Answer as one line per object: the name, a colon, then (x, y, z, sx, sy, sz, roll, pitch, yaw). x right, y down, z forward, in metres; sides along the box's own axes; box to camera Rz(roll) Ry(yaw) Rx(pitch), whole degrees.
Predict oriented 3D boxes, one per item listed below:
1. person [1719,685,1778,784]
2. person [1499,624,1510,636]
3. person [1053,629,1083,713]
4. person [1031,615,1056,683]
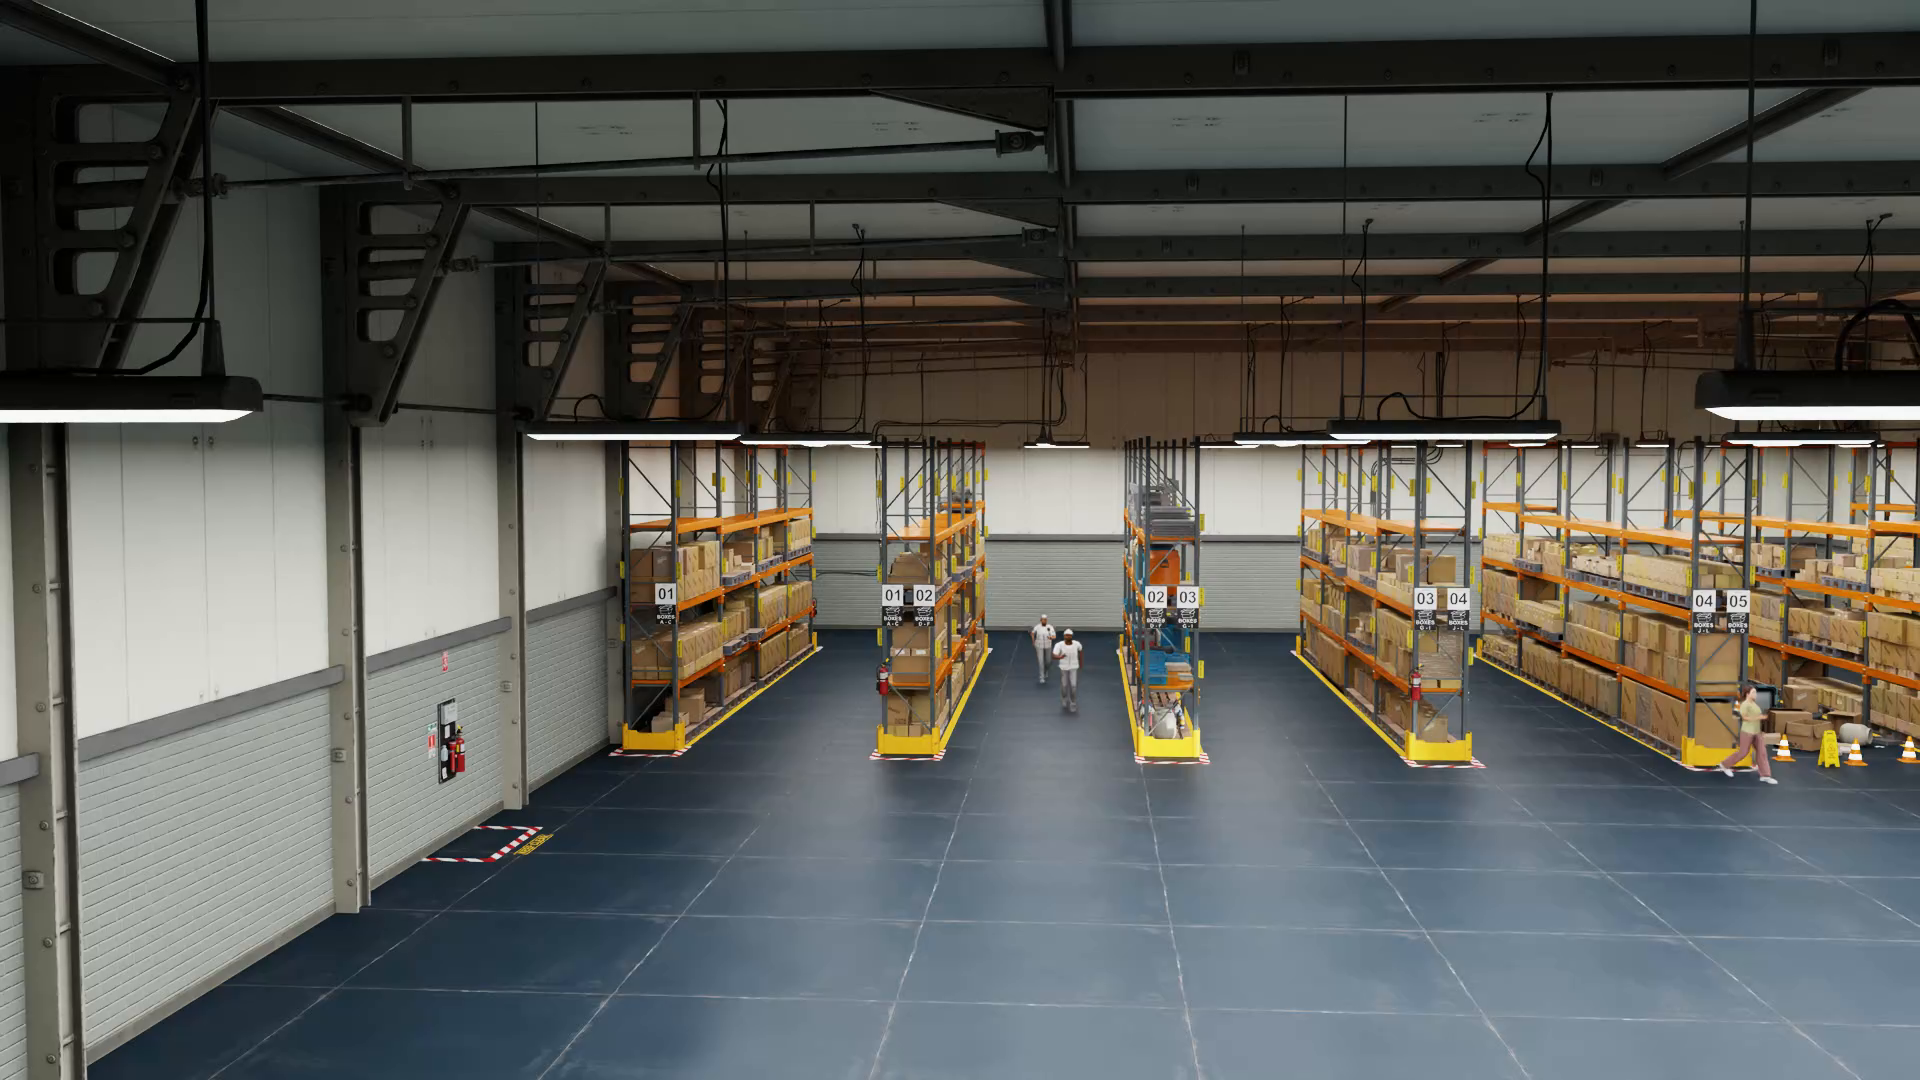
person: (13.616, 3.338, 28.675, 0.575, 1.631, 0.970, -2, 4, -39)
person: (15.578, 2.370, 47.499, 0.815, 1.573, 0.541, -1, 3, -17)
person: (2.380, 2.874, 36.707, 0.689, 1.840, 0.810, 0, 3, 0)
person: (2.071, 2.675, 41.222, 0.599, 1.646, 0.906, 0, 3, -3)
